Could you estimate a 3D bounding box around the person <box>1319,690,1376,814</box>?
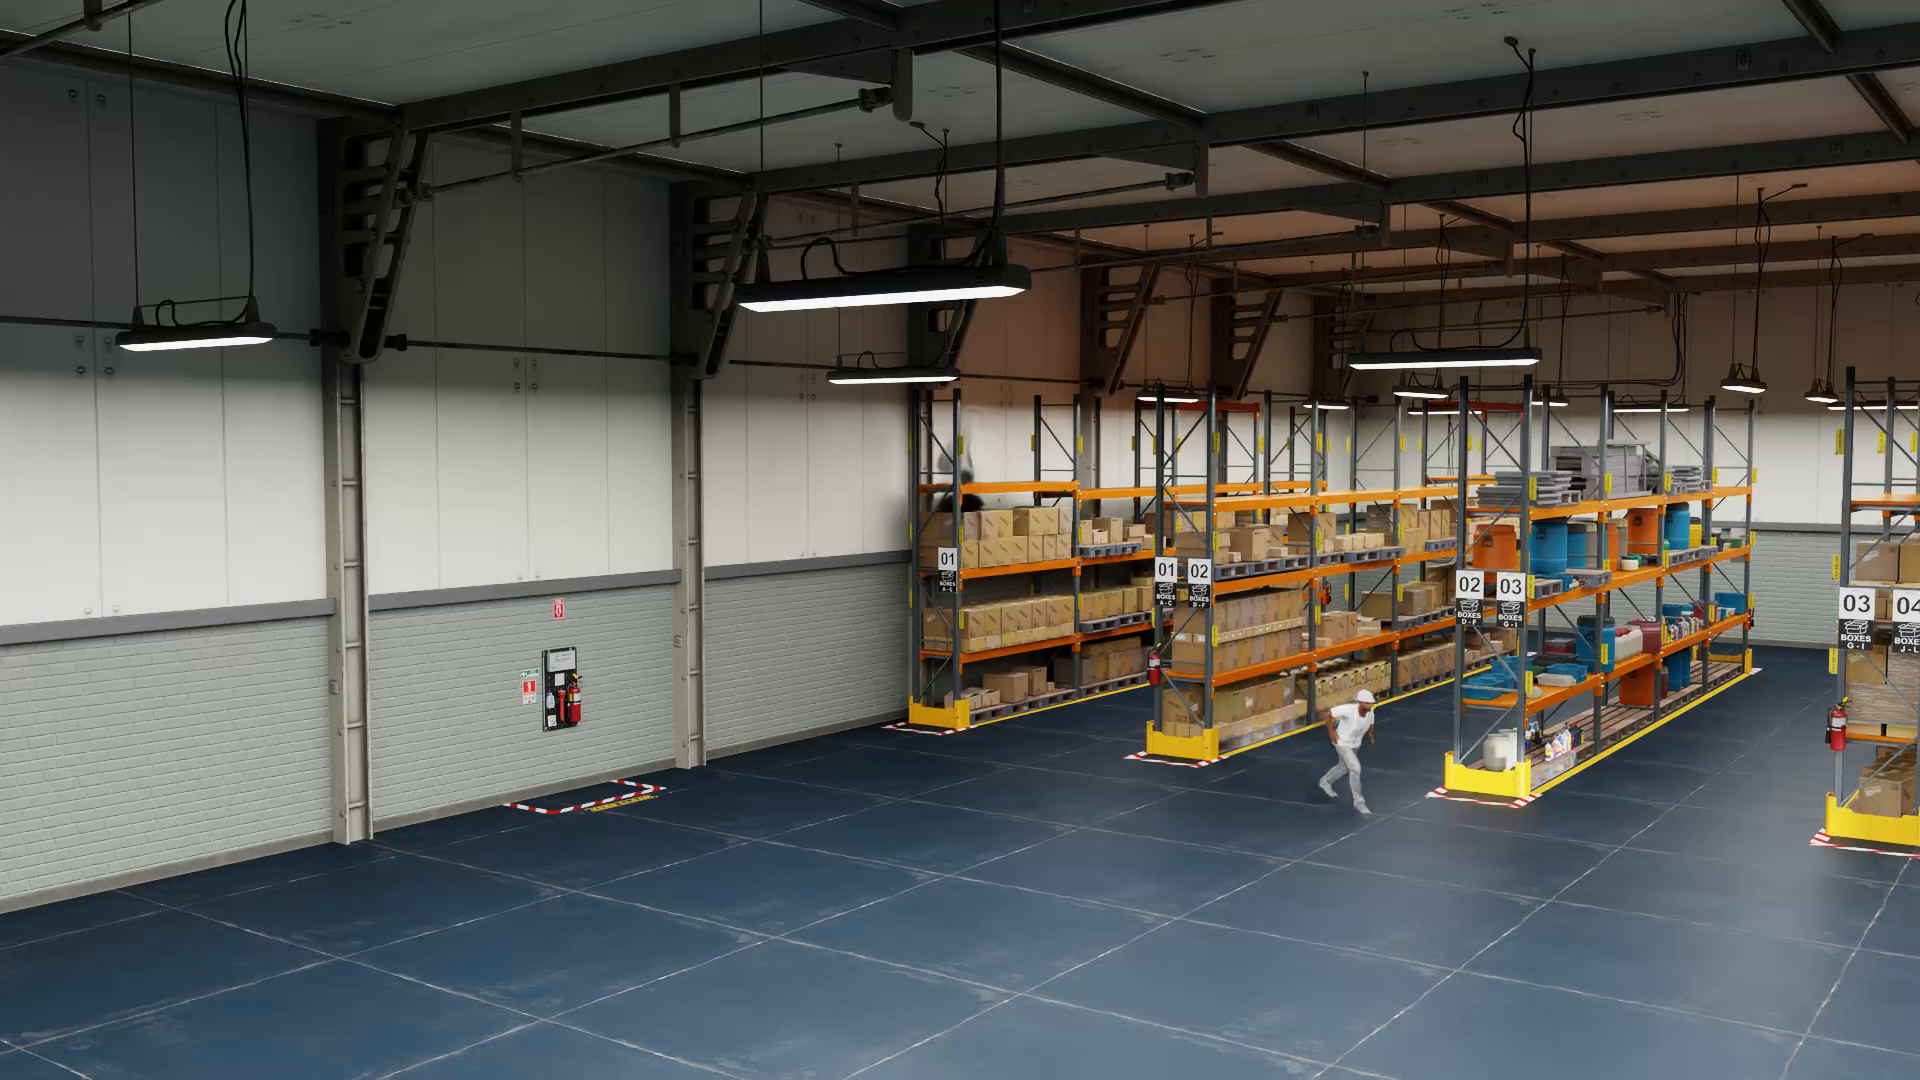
[{"bbox_3d":[5.318,2.879,22.956,0.746,1.716,1.060,-2,4,-28],"label":"person"}]
